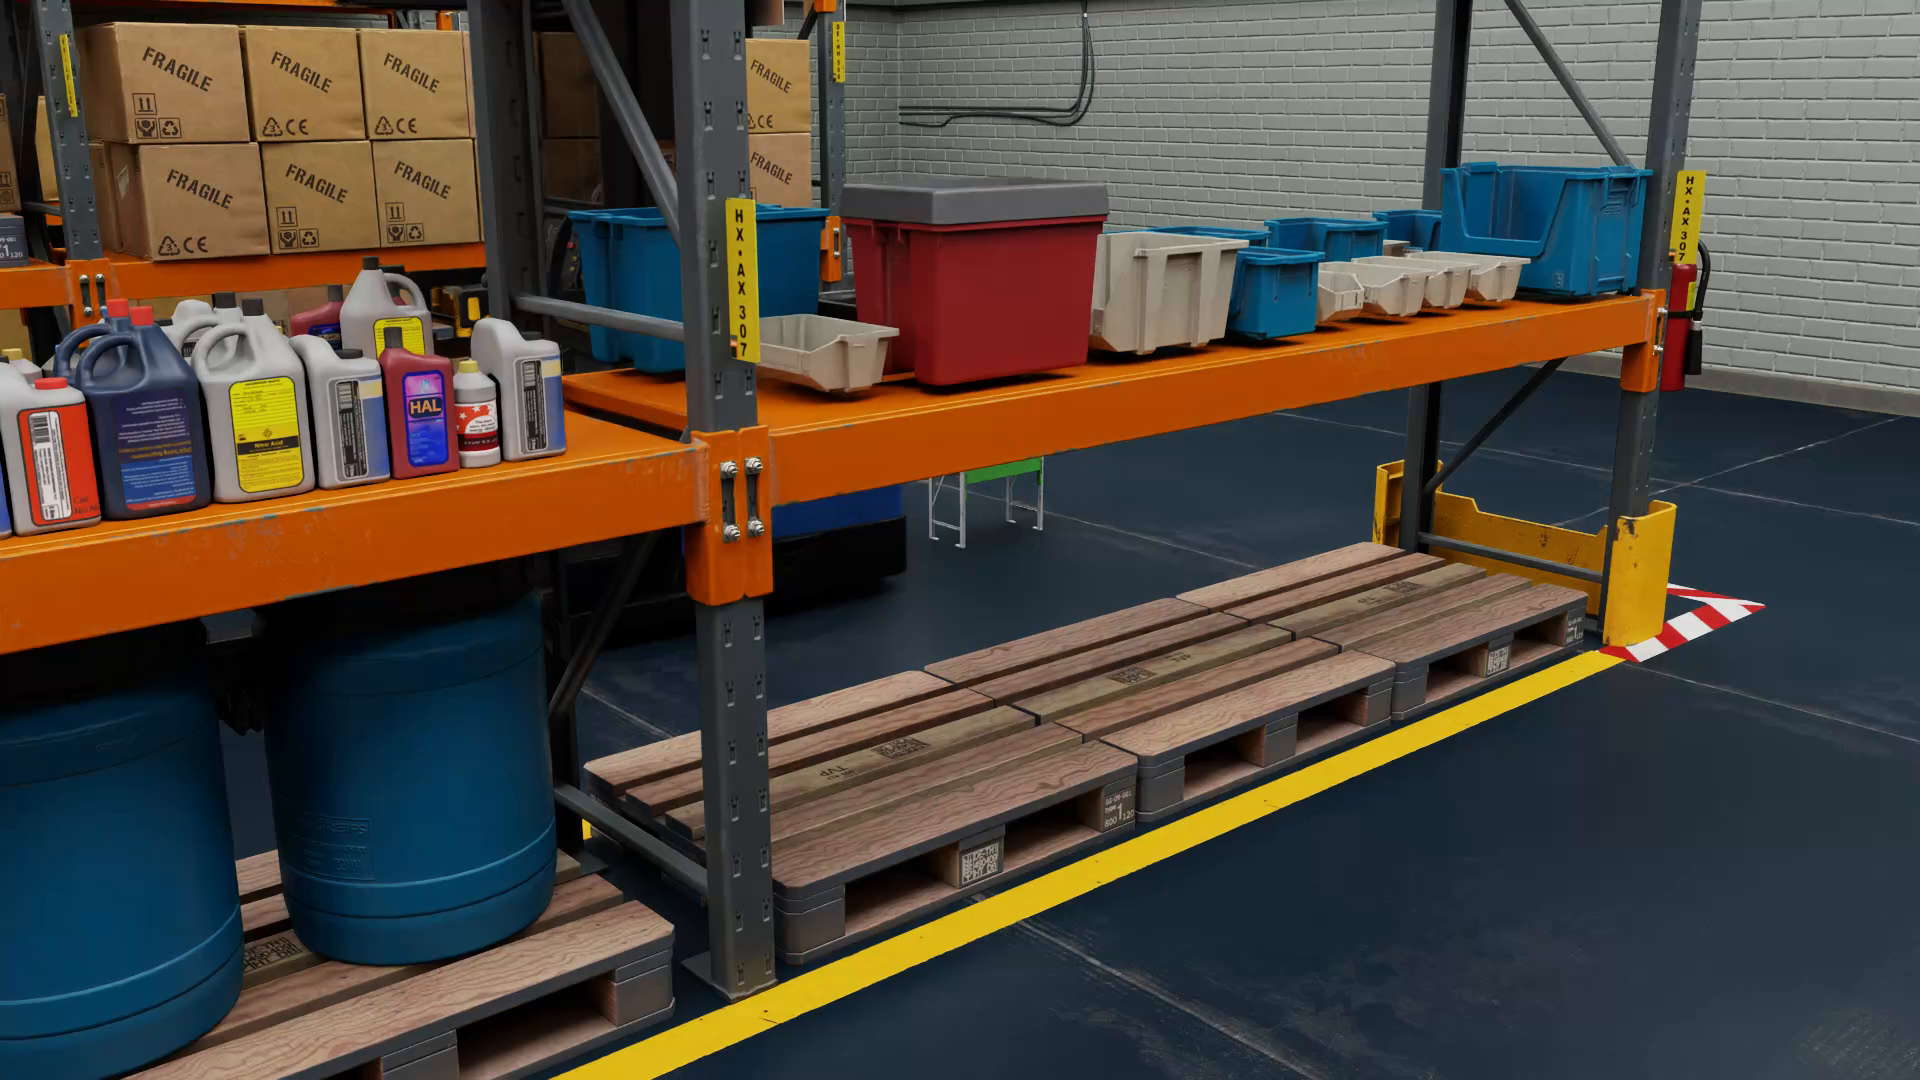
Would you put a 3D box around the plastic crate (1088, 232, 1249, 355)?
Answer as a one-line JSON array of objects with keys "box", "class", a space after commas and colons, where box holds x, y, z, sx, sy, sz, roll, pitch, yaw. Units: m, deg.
[{"box": [0.474, -0.693, 4.646, 0.530, 0.282, 0.437, -13, 19, -39], "class": "plastic crate"}]

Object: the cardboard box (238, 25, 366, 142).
[{"box": [-3.119, -2.107, 7.696, 0.500, 0.500, 0.500, -13, 20, -41], "class": "cardboard box"}]

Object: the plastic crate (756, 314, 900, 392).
[{"box": [-0.354, -0.451, 4.021, 0.243, 0.136, 0.396, -13, 19, -39], "class": "plastic crate"}]

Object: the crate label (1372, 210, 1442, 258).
[{"box": [1.816, -1.147, 6.438, 0.303, 0.233, 0.416, -13, 19, -39], "class": "crate label"}]

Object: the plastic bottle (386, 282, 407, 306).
[{"box": [-1.356, -0.463, 3.897, 0.133, 0.283, 0.061, -13, 19, -39], "class": "plastic bottle"}]

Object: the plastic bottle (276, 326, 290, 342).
[{"box": [-1.532, -0.378, 3.737, 0.097, 0.201, 0.097, 0, 15, 0], "class": "plastic bottle"}]

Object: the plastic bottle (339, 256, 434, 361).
[{"box": [-1.308, -0.471, 3.798, 0.185, 0.351, 0.144, -13, 19, -39], "class": "plastic bottle"}]

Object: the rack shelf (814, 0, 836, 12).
[{"box": [-2.539, -2.904, 8.391, 4.000, 0.370, 1.077, -13, 19, -39], "class": "rack shelf"}]

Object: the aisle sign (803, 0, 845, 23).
[{"box": [-0.778, -3.349, 9.438, 0.004, 0.787, 0.394, -13, 19, -39], "class": "aisle sign"}]

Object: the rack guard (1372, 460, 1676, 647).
[{"box": [2.228, 0.025, 6.688, 0.348, 0.500, 1.175, -13, 19, -39], "class": "rack guard"}]

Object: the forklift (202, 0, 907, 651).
[{"box": [-1.723, -1.103, 6.200, 3.031, 2.935, 1.130, -10, 18, -34], "class": "forklift"}]

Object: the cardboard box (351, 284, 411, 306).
[{"box": [-4.747, -1.962, 13.313, 0.500, 0.500, 0.700, -13, 19, -39], "class": "cardboard box"}]

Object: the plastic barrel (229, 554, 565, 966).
[{"box": [-1.221, 0.401, 3.688, 0.708, 0.901, 0.600, -13, 19, -39], "class": "plastic barrel"}]

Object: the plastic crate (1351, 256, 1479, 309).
[{"box": [1.494, -0.858, 5.545, 0.243, 0.136, 0.396, -13, 19, -39], "class": "plastic crate"}]

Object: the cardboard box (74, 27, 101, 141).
[{"box": [-3.836, -2.131, 7.784, 0.500, 0.500, 0.500, -13, 19, -39], "class": "cardboard box"}]

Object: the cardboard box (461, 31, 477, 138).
[{"box": [-2.342, -2.282, 8.350, 0.500, 0.500, 0.500, -12, 19, -38], "class": "cardboard box"}]

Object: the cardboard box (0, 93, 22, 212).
[{"box": [-4.552, -1.678, 7.212, 0.700, 0.500, 0.500, 8, 17, 28], "class": "cardboard box"}]

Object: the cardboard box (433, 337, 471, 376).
[{"box": [-2.634, -0.789, 8.877, 0.637, 0.503, 0.797, -13, 19, -39], "class": "cardboard box"}]

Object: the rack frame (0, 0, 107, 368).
[{"box": [-4.048, -1.464, 7.417, 0.127, 3.000, 1.000, -13, 19, -39], "class": "rack frame"}]

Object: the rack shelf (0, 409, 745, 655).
[{"box": [-2.308, 0.188, 2.628, 4.000, 0.370, 1.077, -13, 19, -39], "class": "rack shelf"}]

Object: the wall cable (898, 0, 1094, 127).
[{"box": [0.216, -5.392, 16.514, 0.112, 2.526, 3.097, -13, 19, -39], "class": "wall cable"}]

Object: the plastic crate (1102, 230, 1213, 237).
[{"box": [0.596, -0.873, 5.413, 0.300, 0.233, 0.416, -13, 19, -39], "class": "plastic crate"}]

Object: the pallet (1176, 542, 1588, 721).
[{"box": [1.571, 0.303, 6.206, 1.213, 0.211, 1.003, -13, 19, -39], "class": "pallet"}]

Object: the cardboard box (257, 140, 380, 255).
[{"box": [-3.100, -1.632, 7.855, 0.500, 0.500, 0.500, -12, 19, -38], "class": "cardboard box"}]

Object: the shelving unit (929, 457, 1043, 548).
[{"box": [0.125, -0.608, 7.700, 0.503, 1.200, 0.258, -13, 19, -39], "class": "shelving unit"}]

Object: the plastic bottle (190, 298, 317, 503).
[{"box": [-1.278, -0.255, 2.989, 0.185, 0.351, 0.144, -13, 19, -39], "class": "plastic bottle"}]

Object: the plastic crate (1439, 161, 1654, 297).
[{"box": [2.088, -1.129, 5.980, 0.499, 0.435, 0.616, -13, 19, -39], "class": "plastic crate"}]

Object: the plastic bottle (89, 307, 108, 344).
[{"box": [-1.780, -0.356, 3.519, 0.097, 0.271, 0.097, 0, 15, 0], "class": "plastic bottle"}]

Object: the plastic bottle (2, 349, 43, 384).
[{"box": [-1.927, -0.289, 3.405, 0.097, 0.201, 0.097, 0, 15, 0], "class": "plastic bottle"}]

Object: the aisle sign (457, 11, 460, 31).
[{"box": [-4.034, -4.315, 13.053, 0.004, 0.787, 0.394, -13, 19, -39], "class": "aisle sign"}]

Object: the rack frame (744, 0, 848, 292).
[{"box": [-1.030, -2.141, 9.953, 0.127, 3.000, 1.000, -13, 19, -39], "class": "rack frame"}]

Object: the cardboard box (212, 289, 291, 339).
[{"box": [-5.504, -1.792, 12.676, 0.500, 0.500, 0.700, -13, 20, -41], "class": "cardboard box"}]

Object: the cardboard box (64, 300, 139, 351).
[{"box": [-6.290, -1.614, 12.009, 0.500, 0.500, 0.700, -13, 20, -40], "class": "cardboard box"}]

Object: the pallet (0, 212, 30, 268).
[{"box": [-4.722, -1.257, 7.014, 1.213, 0.211, 1.003, -13, 19, -39], "class": "pallet"}]

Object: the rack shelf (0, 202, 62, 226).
[{"box": [-5.794, -2.419, 12.386, 4.000, 0.370, 1.077, -13, 19, -39], "class": "rack shelf"}]

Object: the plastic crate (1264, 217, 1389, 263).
[{"box": [1.319, -1.035, 6.021, 0.300, 0.233, 0.416, -13, 19, -39], "class": "plastic crate"}]

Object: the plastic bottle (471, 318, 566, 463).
[{"box": [-0.884, -0.309, 3.334, 0.135, 0.276, 0.152, -13, 19, -39], "class": "plastic bottle"}]

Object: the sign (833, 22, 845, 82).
[{"box": [-0.681, -2.742, 9.346, 0.005, 0.325, 0.100, -13, 19, -39], "class": "sign"}]

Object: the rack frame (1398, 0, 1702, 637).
[{"box": [2.218, -1.176, 6.341, 0.127, 3.000, 1.000, -13, 19, -39], "class": "rack frame"}]

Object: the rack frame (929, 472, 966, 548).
[{"box": [-0.059, -0.566, 7.545, 0.015, 1.200, 0.240, -13, 19, -39], "class": "rack frame"}]

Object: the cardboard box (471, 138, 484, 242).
[{"box": [-2.339, -1.803, 8.495, 0.500, 0.500, 0.500, -13, 20, -40], "class": "cardboard box"}]

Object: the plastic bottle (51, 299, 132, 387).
[{"box": [-1.512, -0.252, 2.977, 0.185, 0.351, 0.144, -13, 19, -39], "class": "plastic bottle"}]

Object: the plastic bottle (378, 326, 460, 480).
[{"box": [-1.029, -0.264, 3.154, 0.133, 0.283, 0.061, -13, 19, -39], "class": "plastic bottle"}]

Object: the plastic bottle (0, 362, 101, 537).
[{"box": [-1.540, -0.162, 2.783, 0.135, 0.276, 0.152, -13, 19, -39], "class": "plastic bottle"}]

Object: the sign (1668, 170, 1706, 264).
[{"box": [2.592, -1.151, 5.929, 0.005, 0.325, 0.100, -13, 19, -39], "class": "sign"}]

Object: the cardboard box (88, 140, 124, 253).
[{"box": [-3.839, -1.646, 7.908, 0.500, 0.500, 0.500, -12, 19, -38], "class": "cardboard box"}]

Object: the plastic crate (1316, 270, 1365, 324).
[{"box": [1.089, -0.752, 5.149, 0.250, 0.136, 0.298, -13, 19, -39], "class": "plastic crate"}]

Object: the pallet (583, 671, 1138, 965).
[{"box": [-0.270, 0.717, 4.658, 1.213, 0.211, 1.003, -13, 19, -39], "class": "pallet"}]
